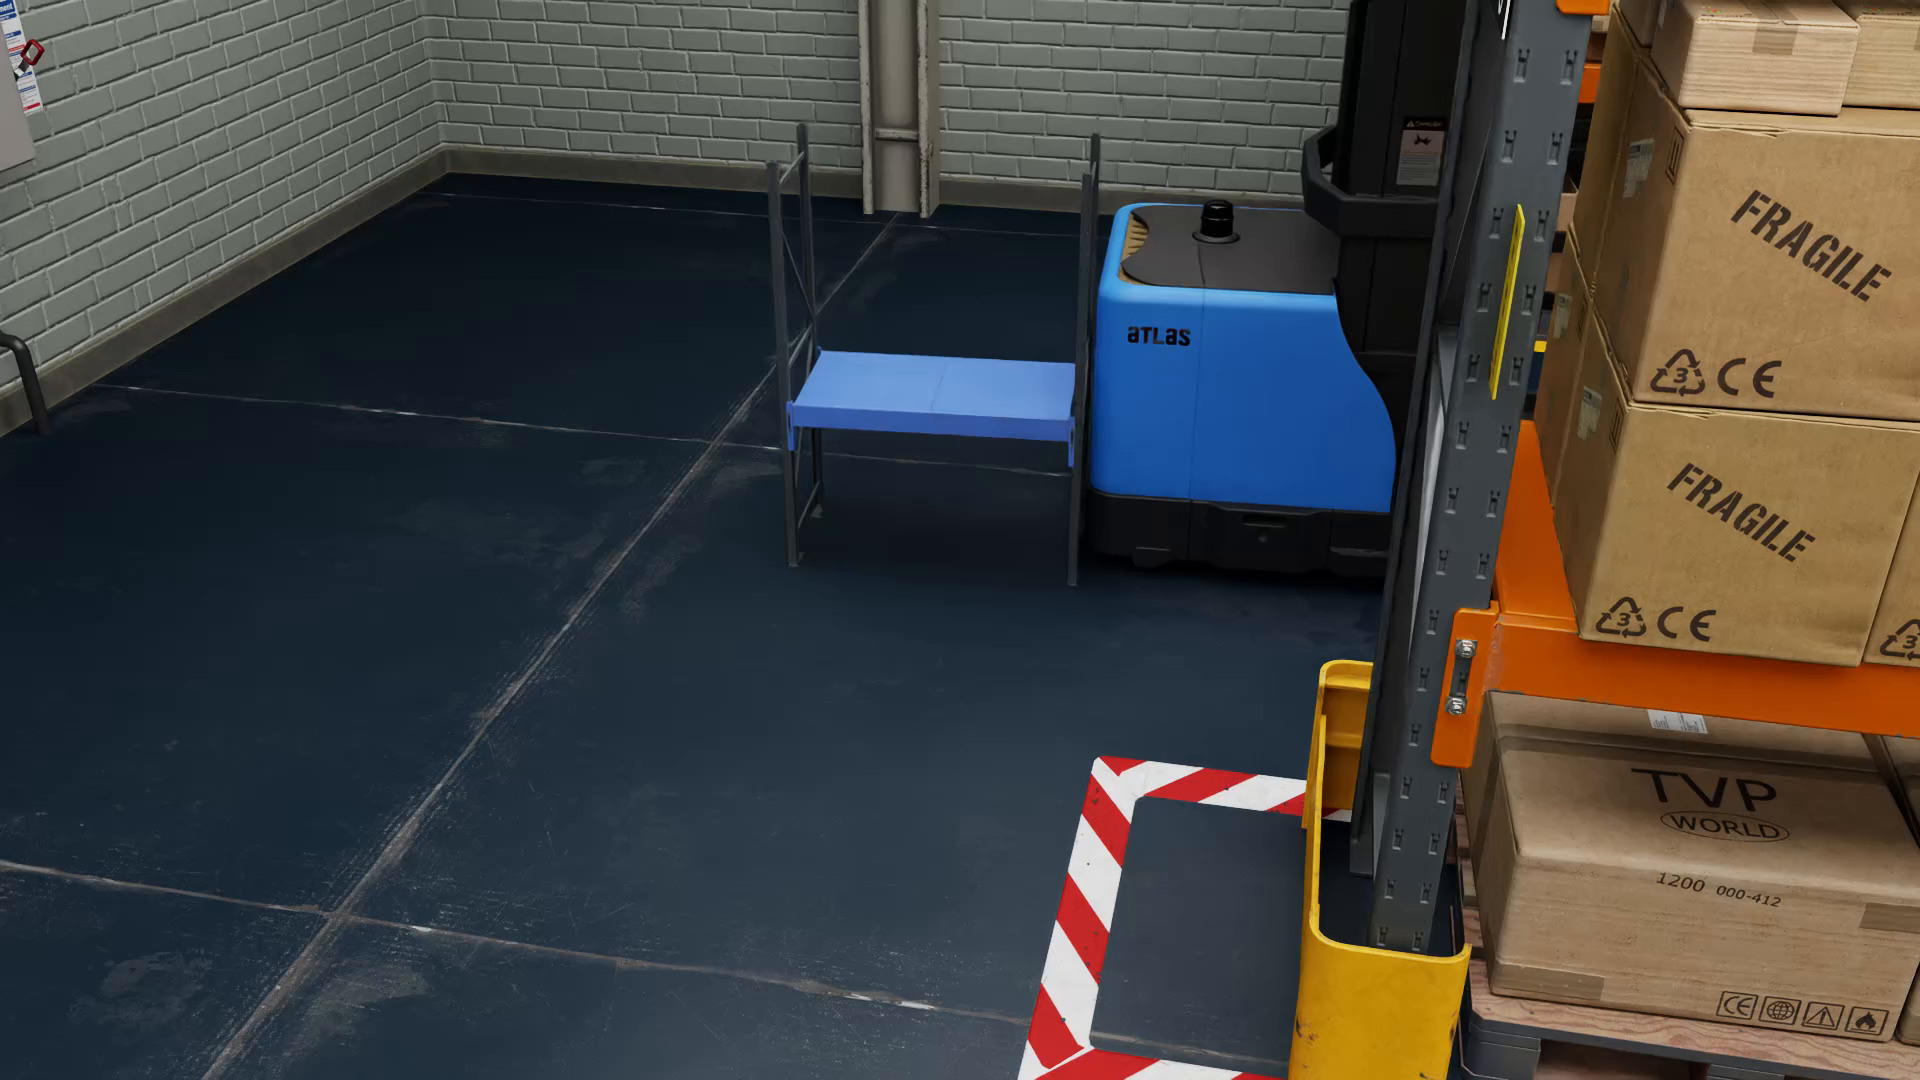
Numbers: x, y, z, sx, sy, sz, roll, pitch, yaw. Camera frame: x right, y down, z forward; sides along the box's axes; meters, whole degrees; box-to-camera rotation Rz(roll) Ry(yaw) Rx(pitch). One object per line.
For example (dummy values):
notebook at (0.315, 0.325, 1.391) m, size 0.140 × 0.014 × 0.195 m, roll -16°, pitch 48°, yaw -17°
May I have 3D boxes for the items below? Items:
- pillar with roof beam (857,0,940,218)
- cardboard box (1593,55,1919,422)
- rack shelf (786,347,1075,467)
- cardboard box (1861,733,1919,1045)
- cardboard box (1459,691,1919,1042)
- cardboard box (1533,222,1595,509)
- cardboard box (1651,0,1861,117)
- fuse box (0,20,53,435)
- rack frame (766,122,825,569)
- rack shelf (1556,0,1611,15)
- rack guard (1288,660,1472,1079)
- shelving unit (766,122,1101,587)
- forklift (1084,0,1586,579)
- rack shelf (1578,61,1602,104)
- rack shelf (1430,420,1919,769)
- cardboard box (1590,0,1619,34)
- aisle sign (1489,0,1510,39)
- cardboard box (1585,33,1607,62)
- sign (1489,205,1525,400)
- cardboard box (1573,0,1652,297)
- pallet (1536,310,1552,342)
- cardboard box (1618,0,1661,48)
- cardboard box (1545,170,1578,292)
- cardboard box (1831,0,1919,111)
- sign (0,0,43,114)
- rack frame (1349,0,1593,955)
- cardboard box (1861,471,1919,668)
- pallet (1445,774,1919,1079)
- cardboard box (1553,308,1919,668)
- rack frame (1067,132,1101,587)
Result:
pillar with roof beam at (-1.242, -3.892, 3.988) m, size 0.400 × 9.000 × 9.100 m, roll 6°, pitch 29°, yaw 11°
cardboard box at (1.482, -0.558, 3.000) m, size 0.500 × 0.500 × 0.500 m, roll 5°, pitch 29°, yaw 9°
rack shelf at (-0.072, -0.484, 5.947) m, size 1.000 × 0.185 × 0.538 m, roll 4°, pitch 29°, yaw 7°
cardboard box at (2.635, 0.790, 3.915) m, size 0.875 × 0.438 × 0.875 m, roll 7°, pitch 29°, yaw 12°
cardboard box at (1.739, 0.702, 4.075) m, size 0.875 × 0.438 × 0.875 m, roll 5°, pitch 29°, yaw 9°
cardboard box at (1.599, -0.377, 3.711) m, size 0.500 × 0.500 × 0.500 m, roll 6°, pitch 29°, yaw 11°
cardboard box at (1.362, -0.858, 2.874) m, size 0.250 × 0.149 × 0.380 m, roll 6°, pitch 29°, yaw 12°
fuse box at (-3.866, -1.218, 6.693) m, size 0.414 × 1.711 × 0.539 m, roll 6°, pitch 29°, yaw 11°
rack frame at (-0.576, -0.674, 5.919) m, size 0.032 × 1.500 × 0.500 m, roll 4°, pitch 29°, yaw 7°
rack shelf at (3.028, -1.057, 2.682) m, size 4.000 × 0.370 × 1.077 m, roll 6°, pitch 29°, yaw 11°
rack guard at (1.049, 0.837, 4.201) m, size 0.348 × 0.500 × 1.175 m, roll 6°, pitch 29°, yaw 11°
shelving unit at (-0.072, -0.642, 5.861) m, size 1.048 × 1.500 × 0.538 m, roll 4°, pitch 29°, yaw 7°
forklift at (2.015, -1.317, 5.603) m, size 3.031 × 2.935 × 1.130 m, roll 4°, pitch 29°, yaw 7°
rack shelf at (4.061, -2.072, 7.661) m, size 4.000 × 0.370 × 1.077 m, roll 6°, pitch 29°, yaw 11°
rack shelf at (3.028, 0.259, 3.402) m, size 4.000 × 0.370 × 1.077 m, roll 6°, pitch 29°, yaw 11°
cardboard box at (2.986, -2.431, 7.413) m, size 0.500 × 0.250 × 0.500 m, roll 6°, pitch 29°, yaw 11°
aisle sign at (0.941, -1.268, 2.736) m, size 0.004 × 0.787 × 0.394 m, roll 6°, pitch 29°, yaw 11°
cardboard box at (2.892, -2.303, 7.594) m, size 0.250 × 0.149 × 0.380 m, roll 5°, pitch 29°, yaw 10°
sign at (0.950, -0.411, 2.894) m, size 0.005 × 0.325 × 0.100 m, roll 6°, pitch 29°, yaw 11°
cardboard box at (1.593, -0.803, 3.448) m, size 0.500 × 0.500 × 0.500 m, roll 7°, pitch 29°, yaw 12°
pallet at (2.959, -1.278, 8.365) m, size 1.213 × 0.211 × 1.003 m, roll 6°, pitch 29°, yaw 11°
cardboard box at (1.465, -1.082, 3.282) m, size 0.250 × 0.149 × 0.380 m, roll 6°, pitch 29°, yaw 11°
cardboard box at (2.683, -1.572, 8.160) m, size 0.637 × 0.503 × 0.797 m, roll 5°, pitch 29°, yaw 9°
cardboard box at (1.633, -0.866, 2.887) m, size 0.250 × 0.149 × 0.380 m, roll 7°, pitch 29°, yaw 12°
sign at (-3.965, -1.994, 6.868) m, size 0.001 × 0.494 × 0.329 m, roll 6°, pitch 29°, yaw 11°
rack frame at (1.072, -0.257, 3.596) m, size 0.127 × 3.000 × 1.000 m, roll 6°, pitch 29°, yaw 11°
cardboard box at (1.982, -0.080, 3.169) m, size 0.500 × 0.500 × 0.500 m, roll 5°, pitch 29°, yaw 10°
pallet at (1.871, 1.010, 4.186) m, size 1.213 × 0.211 × 1.003 m, roll 6°, pitch 29°, yaw 11°
cardboard box at (1.482, -0.118, 3.238) m, size 0.500 × 0.500 × 0.500 m, roll 6°, pitch 29°, yaw 10°
rack frame at (0.432, -0.610, 5.803) m, size 0.032 × 1.500 × 0.500 m, roll 4°, pitch 29°, yaw 7°
